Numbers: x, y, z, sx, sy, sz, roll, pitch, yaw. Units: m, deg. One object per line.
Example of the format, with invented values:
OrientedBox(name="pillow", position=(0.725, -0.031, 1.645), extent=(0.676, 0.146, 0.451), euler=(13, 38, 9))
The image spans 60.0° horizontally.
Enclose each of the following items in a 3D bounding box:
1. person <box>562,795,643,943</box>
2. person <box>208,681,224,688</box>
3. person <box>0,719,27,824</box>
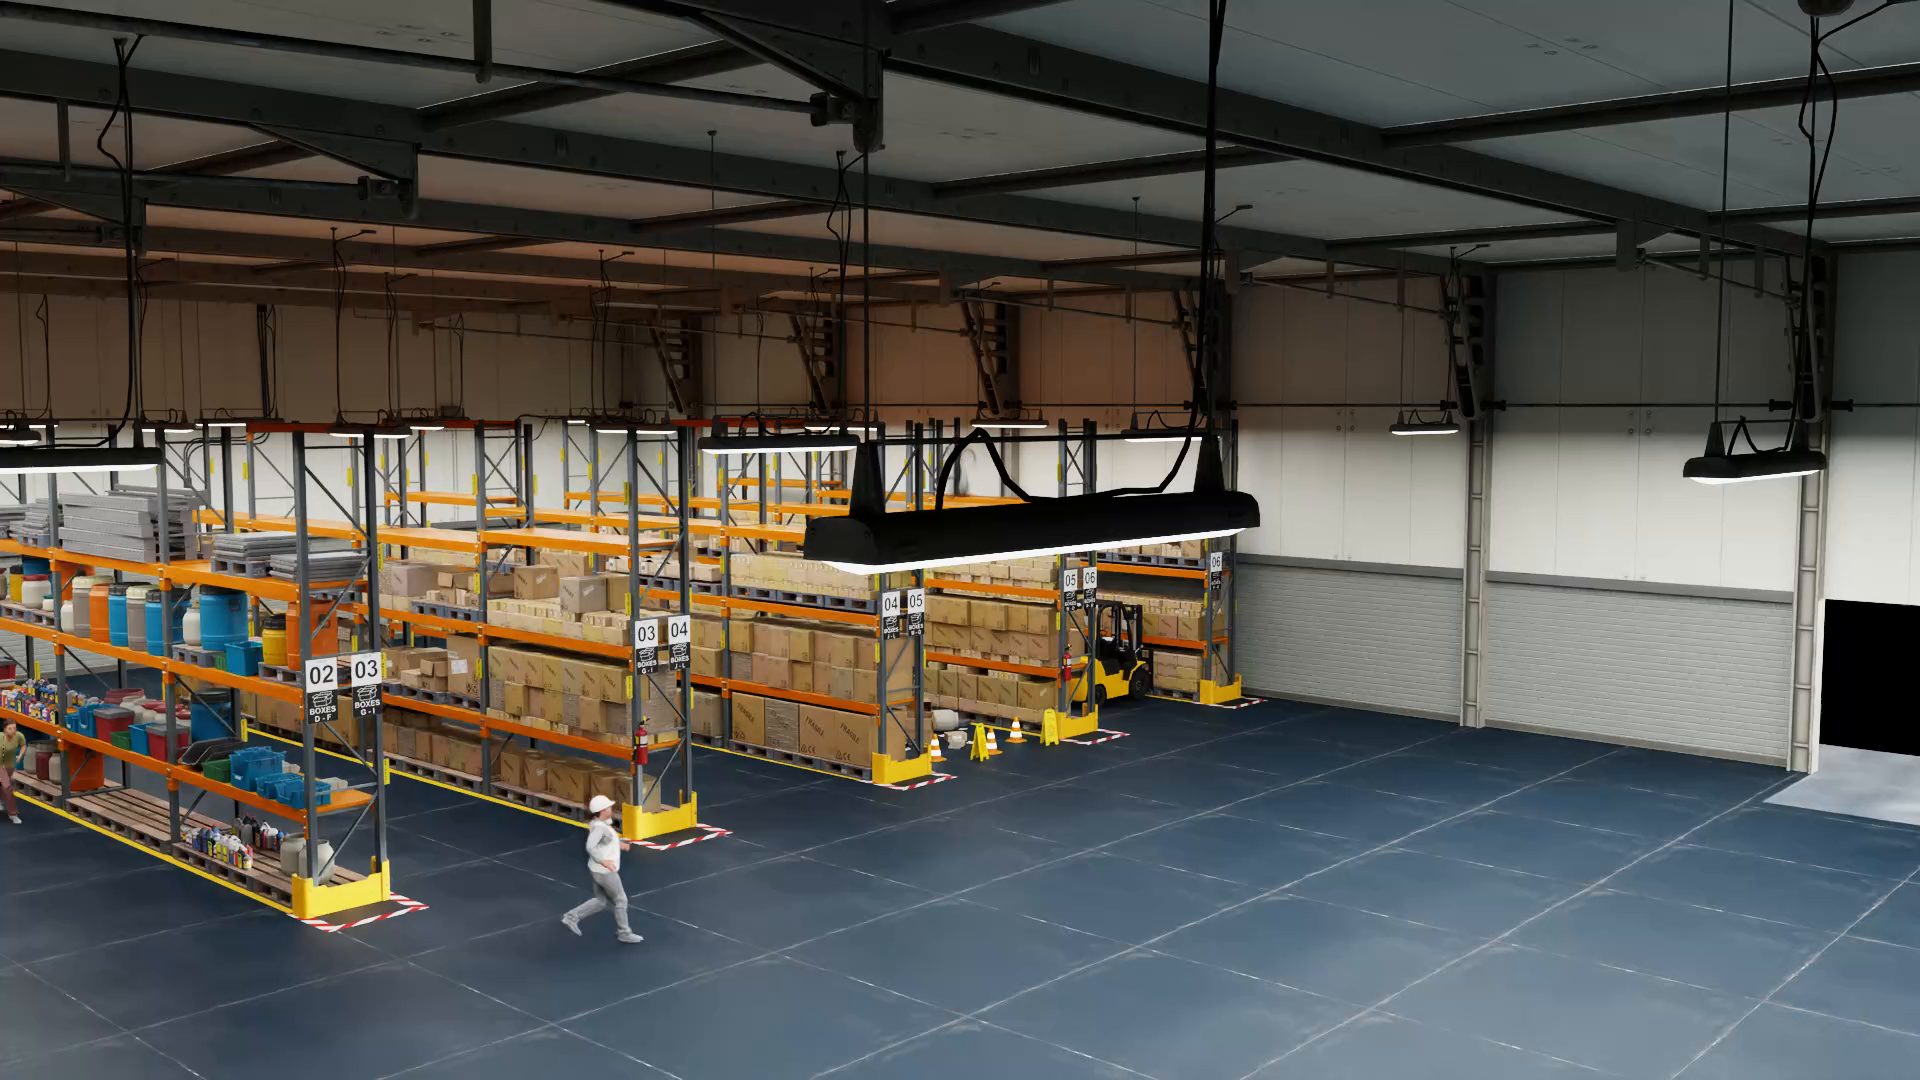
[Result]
OrientedBox(name="person", position=(-4.191, 3.863, 19.442), extent=(0.931, 1.778, 0.663), euler=(-2, 5, -21))
OrientedBox(name="person", position=(-12.604, 3.169, 28.246), extent=(0.632, 1.743, 0.664), euler=(3, 6, 34))
OrientedBox(name="person", position=(-14.575, 3.487, 25.313), extent=(0.973, 1.625, 0.616), euler=(4, 6, 42))
